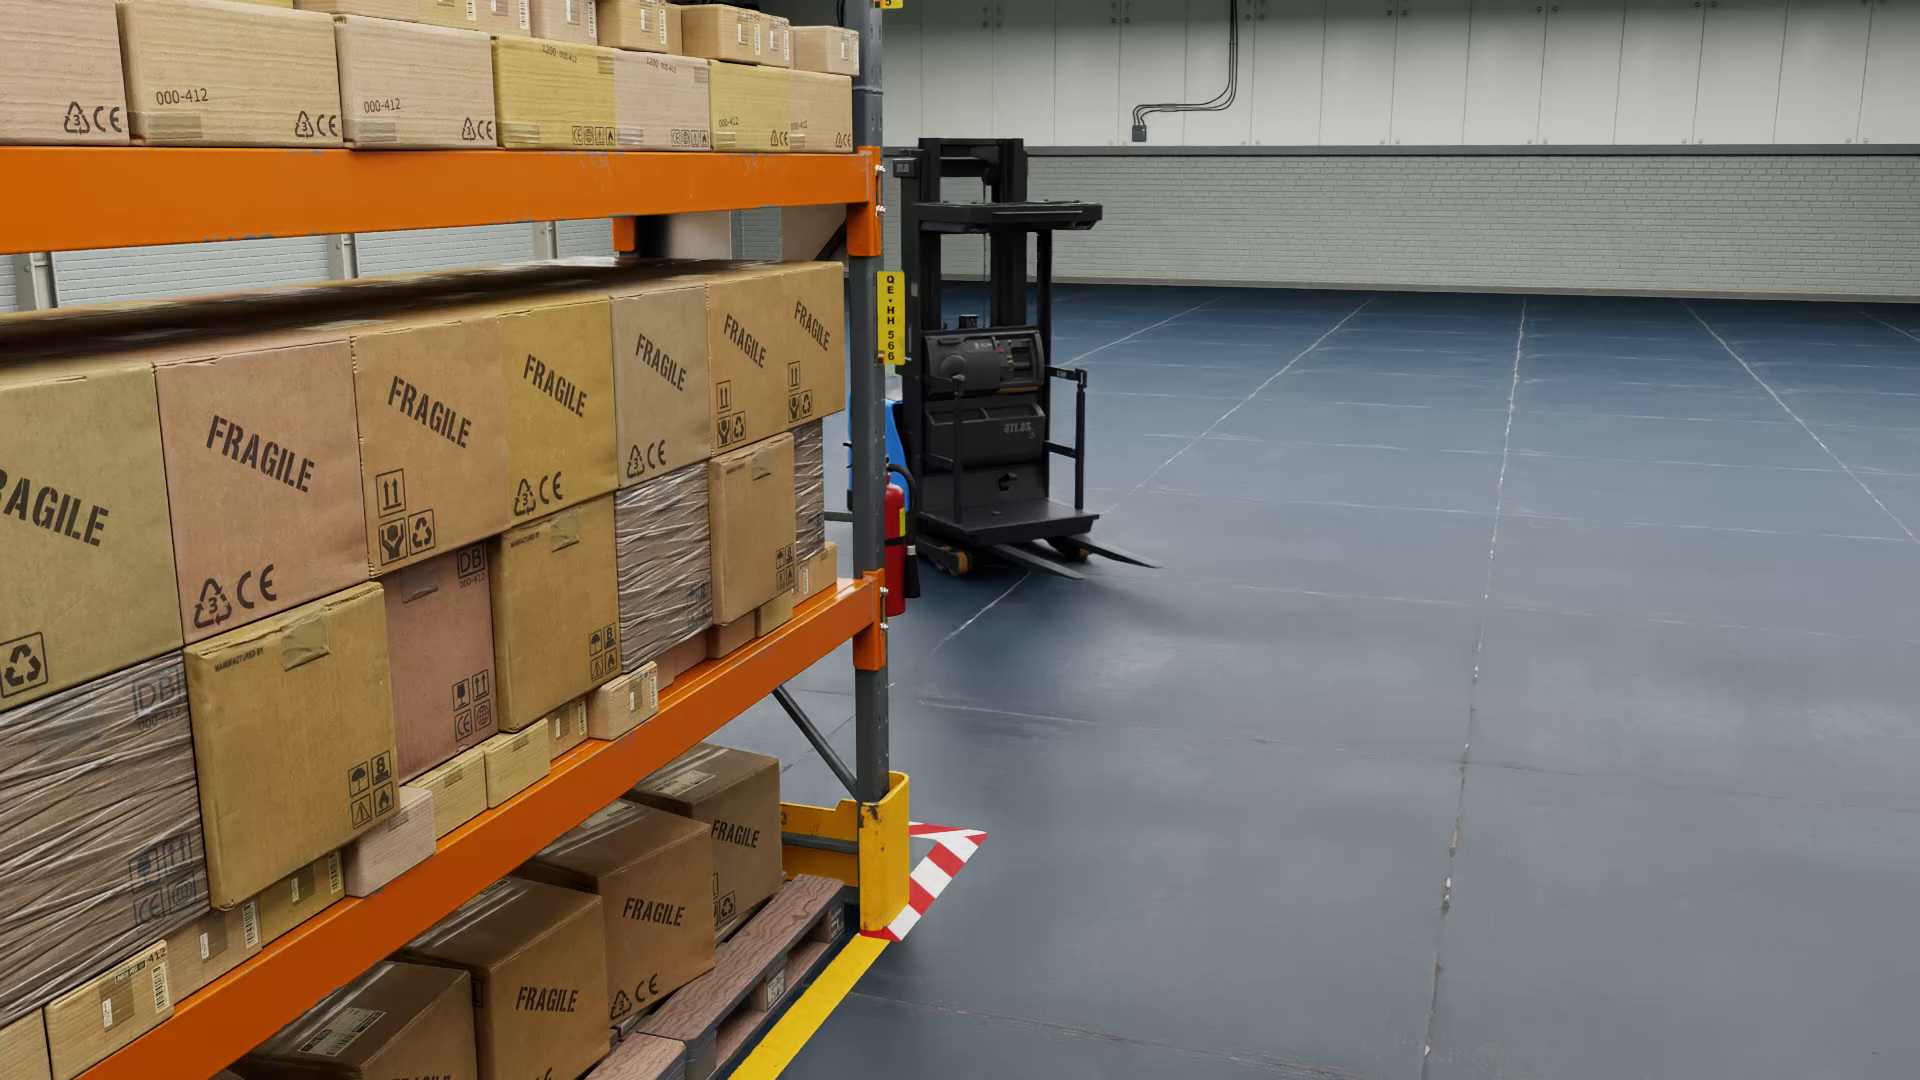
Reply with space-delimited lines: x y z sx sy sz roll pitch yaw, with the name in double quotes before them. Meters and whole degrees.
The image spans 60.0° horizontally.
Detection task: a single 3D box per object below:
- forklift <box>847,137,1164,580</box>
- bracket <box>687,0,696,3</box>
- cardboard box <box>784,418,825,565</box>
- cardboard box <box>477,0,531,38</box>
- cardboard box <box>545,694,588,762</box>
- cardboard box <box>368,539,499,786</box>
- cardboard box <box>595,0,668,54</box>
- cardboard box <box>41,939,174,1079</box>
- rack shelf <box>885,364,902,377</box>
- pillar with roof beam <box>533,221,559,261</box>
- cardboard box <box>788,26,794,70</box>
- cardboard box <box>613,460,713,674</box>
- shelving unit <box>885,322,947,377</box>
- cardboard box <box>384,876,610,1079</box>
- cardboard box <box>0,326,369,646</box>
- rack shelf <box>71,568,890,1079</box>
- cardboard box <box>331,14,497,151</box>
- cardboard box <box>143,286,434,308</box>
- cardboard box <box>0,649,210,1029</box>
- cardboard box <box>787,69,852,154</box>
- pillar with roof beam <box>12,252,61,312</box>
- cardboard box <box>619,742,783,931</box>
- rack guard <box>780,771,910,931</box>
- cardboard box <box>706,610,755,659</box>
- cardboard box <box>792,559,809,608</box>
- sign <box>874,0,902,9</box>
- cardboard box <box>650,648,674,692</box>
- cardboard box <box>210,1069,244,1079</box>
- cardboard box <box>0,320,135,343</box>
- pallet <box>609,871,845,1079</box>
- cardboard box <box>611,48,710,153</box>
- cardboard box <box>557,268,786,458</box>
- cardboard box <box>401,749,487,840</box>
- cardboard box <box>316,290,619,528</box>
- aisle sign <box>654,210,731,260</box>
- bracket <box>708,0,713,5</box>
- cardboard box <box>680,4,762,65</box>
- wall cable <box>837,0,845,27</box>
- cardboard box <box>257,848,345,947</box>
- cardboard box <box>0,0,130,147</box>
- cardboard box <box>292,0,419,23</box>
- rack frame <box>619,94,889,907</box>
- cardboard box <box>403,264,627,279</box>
"forklift" 0.285 -1.297 11.585 1.130 2.935 3.031 -7 15 -29
"bracket" -6.006 -11.977 36.652 0.235 0.232 0.430 4 14 18
"cardboard box" -0.965 -0.186 5.667 0.875 0.500 0.500 4 14 18
"cardboard box" -1.221 -1.227 3.824 0.380 0.149 0.250 5 14 20
"cardboard box" -1.190 0.463 4.284 0.380 0.149 0.250 4 14 18
"cardboard box" -1.589 0.237 3.814 0.875 0.500 0.500 4 14 18
"cardboard box" -0.983 -1.335 4.296 0.380 0.149 0.250 4 13 16
"cardboard box" -1.608 0.784 2.878 0.380 0.149 0.250 4 14 18
"rack shelf" -0.379 -1.337 13.224 0.720 0.370 0.431 -6 14 -25
"pillar with roof beam" -4.075 -8.762 30.654 9.100 9.000 0.400 4 14 18
"cardboard box" -0.751 -1.562 5.291 0.380 0.149 0.250 4 13 17
"cardboard box" -1.216 0.031 4.720 0.875 0.500 0.500 4 14 18
"shelving unit" -0.379 -0.957 13.310 0.755 1.500 0.431 -6 14 -25
"cardboard box" -1.360 1.297 4.737 0.500 0.500 0.500 6 14 24
"cardboard box" -1.509 -0.126 3.161 0.500 0.500 0.500 4 14 18
"rack shelf" -1.408 0.666 4.445 1.077 0.370 4.000 4 14 18
"cardboard box" -1.330 -0.945 3.482 0.500 0.250 0.500 4 13 16
"cardboard box" -1.682 -0.375 4.249 0.500 0.500 0.500 4 14 18
"cardboard box" -1.851 0.453 2.871 0.875 0.500 0.500 4 14 18
"cardboard box" -0.676 -1.375 5.368 0.500 0.250 0.500 5 14 20
"pillar with roof beam" -7.958 -6.235 19.584 9.100 9.000 0.400 4 14 18
"cardboard box" -0.979 1.039 5.870 0.500 0.500 0.500 7 15 29
"rack guard" -0.785 1.129 6.418 1.175 0.500 0.348 4 14 18
"cardboard box" -0.867 0.252 5.207 0.380 0.149 0.250 4 14 18
"cardboard box" -0.739 0.144 5.679 0.380 0.149 0.250 4 14 18
"sign" -0.242 -1.956 5.584 0.100 0.325 0.005 4 14 18
"cardboard box" -1.047 0.356 4.751 0.380 0.149 0.250 4 14 18
"cardboard box" -1.710 1.548 3.638 0.500 0.500 0.500 10 16 36
"cardboard box" -2.009 -0.165 3.328 0.500 0.500 0.500 4 14 18
"pallet" -1.082 1.438 5.712 1.003 0.211 1.213 4 14 18
"cardboard box" -1.009 -1.162 4.436 0.500 0.250 0.500 5 14 20
"cardboard box" -0.861 -0.548 5.006 0.500 0.500 0.500 4 14 18
"cardboard box" -1.320 0.570 3.812 0.380 0.149 0.250 4 14 18
"cardboard box" -1.195 -0.338 4.087 0.500 0.500 0.500 4 14 18
"aisle sign" -1.025 -1.408 6.072 0.394 0.787 0.004 4 14 18
"bracket" -5.737 -12.152 37.417 0.235 0.232 0.430 4 14 18
"cardboard box" -0.794 -1.442 4.765 0.380 0.149 0.250 4 14 19
"wall cable" -1.443 -11.614 38.778 3.097 2.526 0.112 4 14 18
"cardboard box" -1.481 0.676 3.351 0.380 0.149 0.250 4 14 18
"cardboard box" -1.667 -0.729 2.537 0.500 0.250 0.500 4 13 16
"cardboard box" -1.321 -1.114 3.330 0.380 0.149 0.250 4 13 17
"rack frame" -0.761 -0.106 6.210 1.000 3.000 0.127 4 14 18
"cardboard box" -1.365 -0.586 5.174 0.500 0.500 0.500 4 14 18
